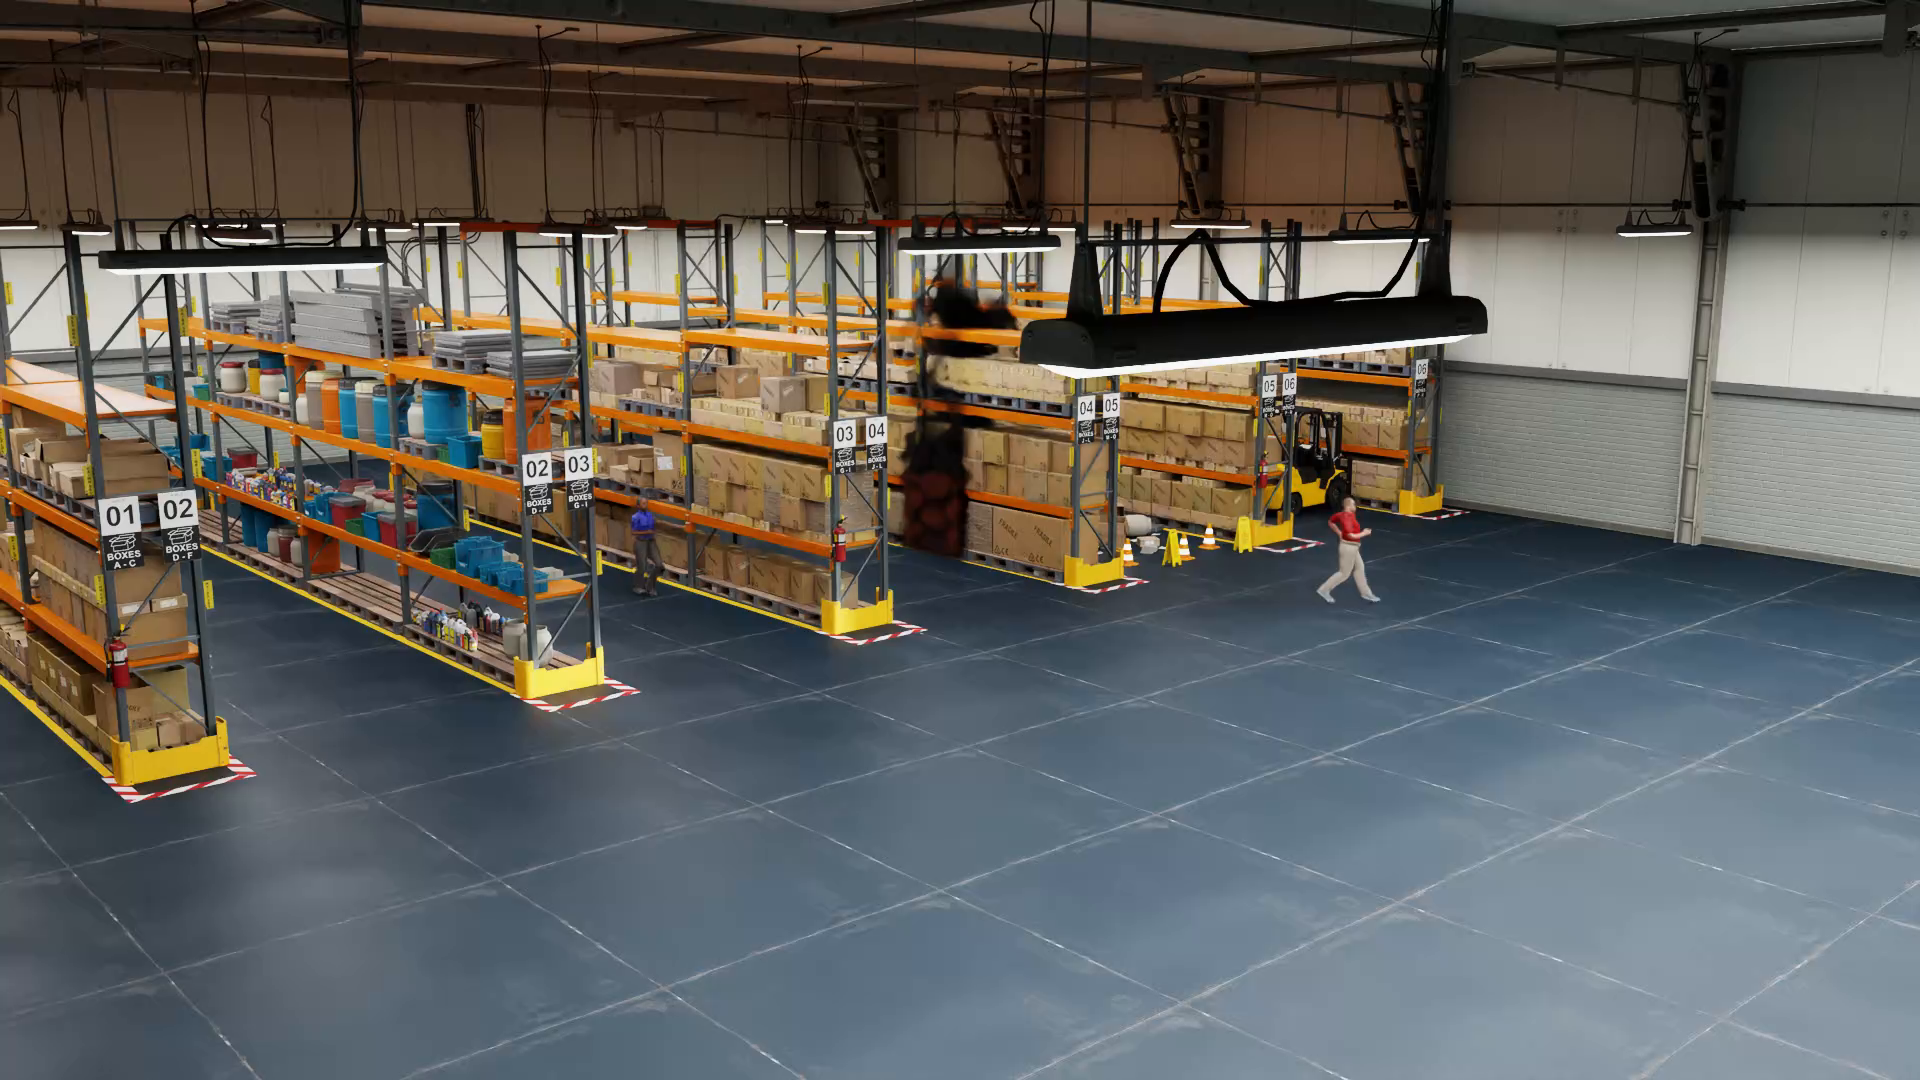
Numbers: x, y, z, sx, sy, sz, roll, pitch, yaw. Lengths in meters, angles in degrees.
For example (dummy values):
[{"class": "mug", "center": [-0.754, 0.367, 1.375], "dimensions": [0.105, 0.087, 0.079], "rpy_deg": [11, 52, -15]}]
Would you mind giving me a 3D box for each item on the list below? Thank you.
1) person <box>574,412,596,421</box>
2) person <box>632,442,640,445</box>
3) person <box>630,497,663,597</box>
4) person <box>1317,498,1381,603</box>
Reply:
[{"class": "person", "center": [-9.166, -2.581, 40.498], "dimensions": [0.648, 1.688, 0.758], "rpy_deg": [6, 13, 26]}, {"class": "person", "center": [-6.465, -1.161, 33.418], "dimensions": [0.562, 1.635, 0.616], "rpy_deg": [-10, 15, -40]}, {"class": "person", "center": [-5.110, 0.126, 27.126], "dimensions": [0.667, 1.685, 0.558], "rpy_deg": [10, 15, 42]}, {"class": "person", "center": [6.276, 0.165, 26.623], "dimensions": [1.007, 1.708, 0.669], "rpy_deg": [1, 12, 7]}]
